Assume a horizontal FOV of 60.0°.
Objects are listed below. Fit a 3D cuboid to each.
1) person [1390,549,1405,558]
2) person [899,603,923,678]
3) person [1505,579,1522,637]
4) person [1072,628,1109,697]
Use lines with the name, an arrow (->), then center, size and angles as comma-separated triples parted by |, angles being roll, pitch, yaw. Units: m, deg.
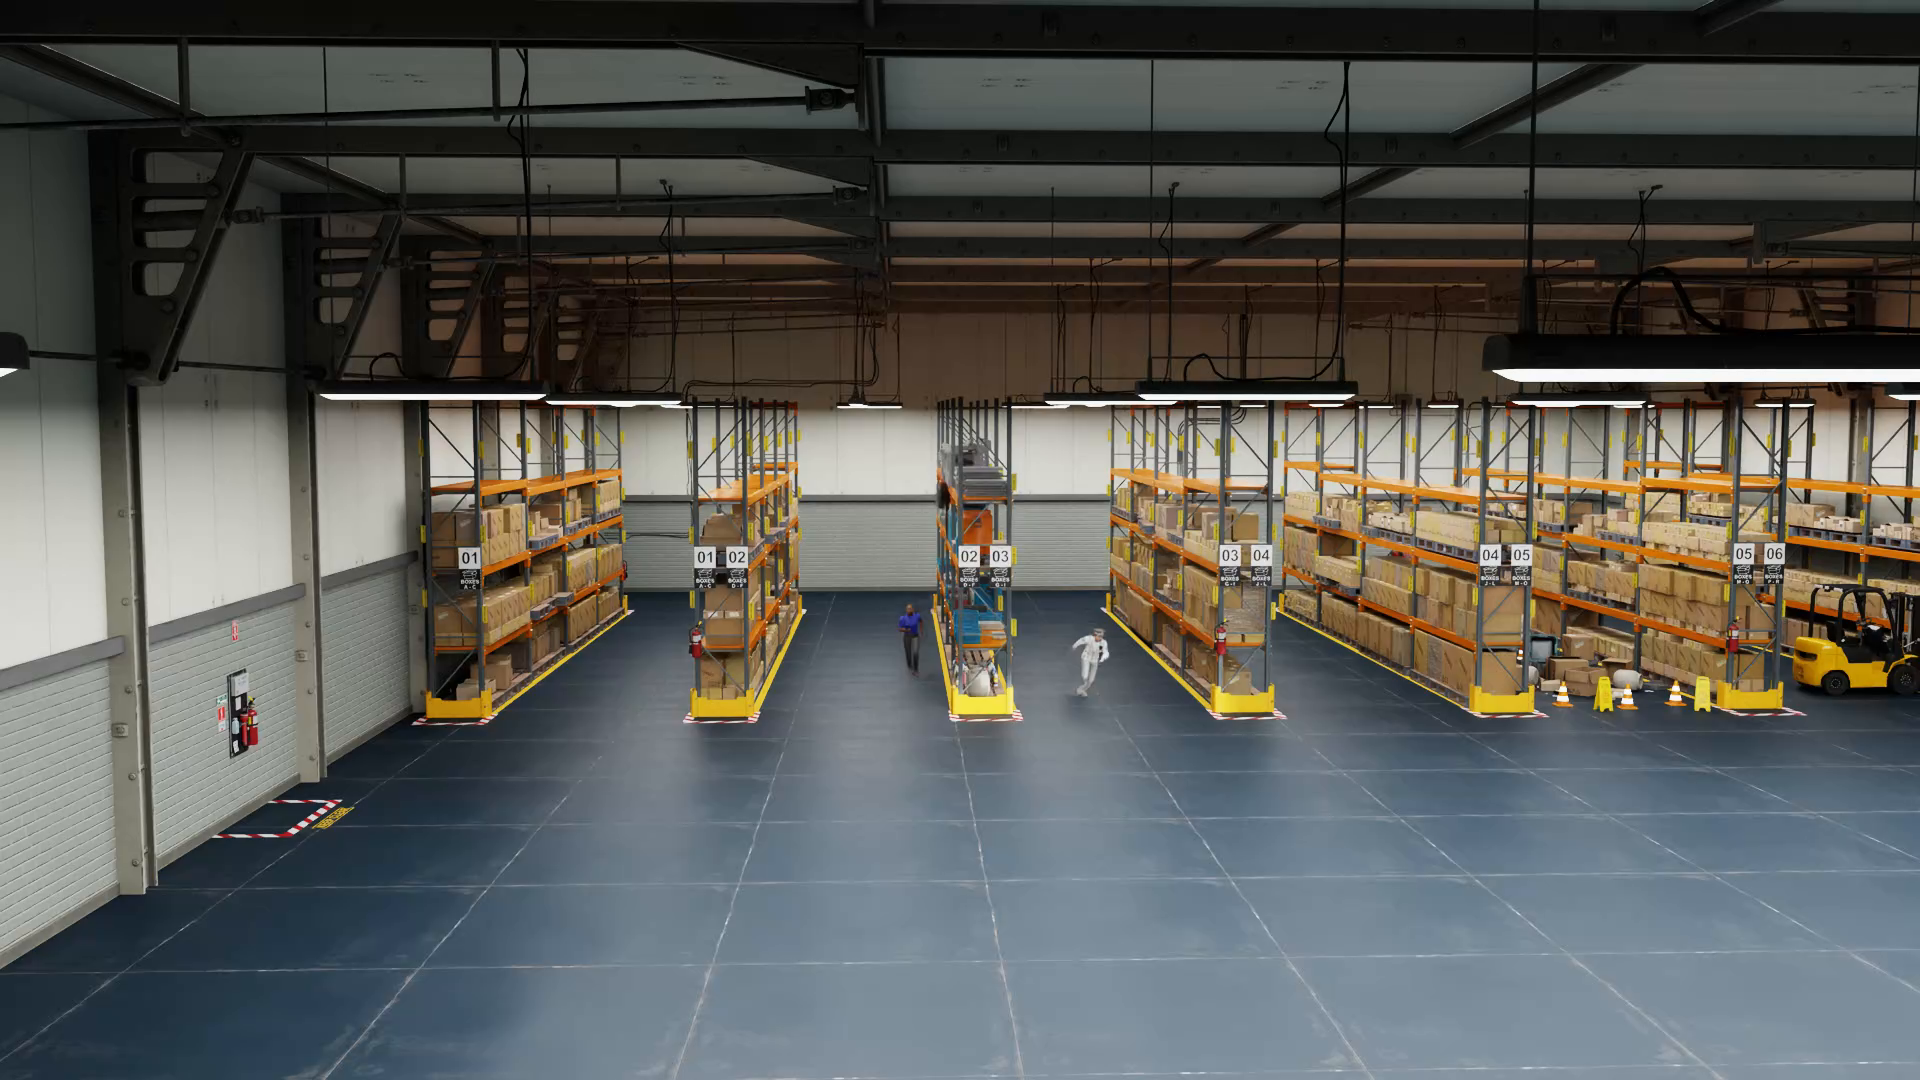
person -> 13.291, 1.009, 50.323 | 0.808, 1.681, 0.669 | -2, 5, -26
person -> -1.049, 2.145, 35.817 | 0.511, 1.606, 0.946 | 0, 4, 3
person -> 13.060, 1.796, 39.724 | 0.696, 1.722, 0.770 | -2, 5, -21
person -> 2.629, 2.444, 33.108 | 0.621, 1.440, 0.911 | -1, 4, -9
